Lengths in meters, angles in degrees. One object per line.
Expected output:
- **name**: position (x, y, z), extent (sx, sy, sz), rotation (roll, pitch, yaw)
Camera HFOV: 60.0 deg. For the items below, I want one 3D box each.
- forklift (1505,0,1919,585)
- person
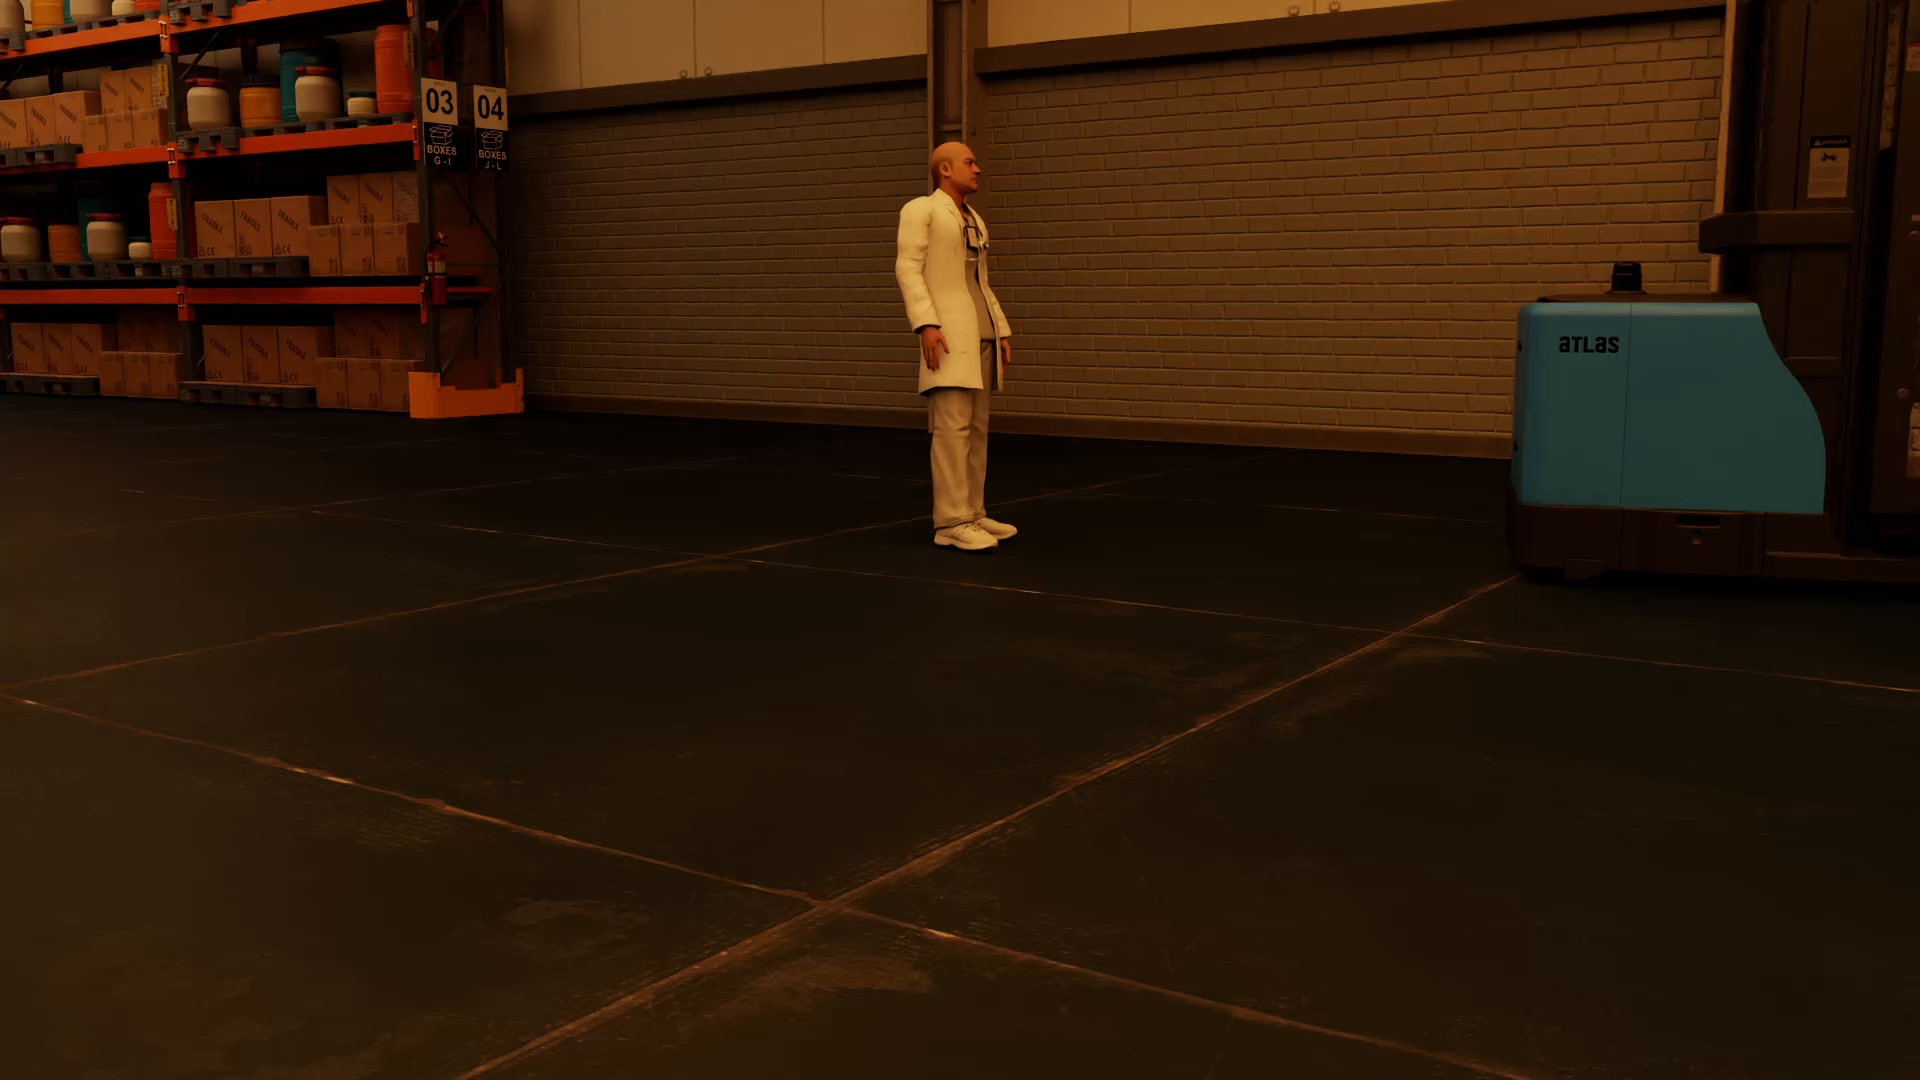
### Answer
- **forklift**: position (3.722, -1.289, 6.260), extent (3.031, 2.935, 1.130), rotation (2, 8, 16)
- **person**: position (0.072, -0.880, 7.423), extent (0.581, 1.776, 0.696), rotation (5, 10, 34)
